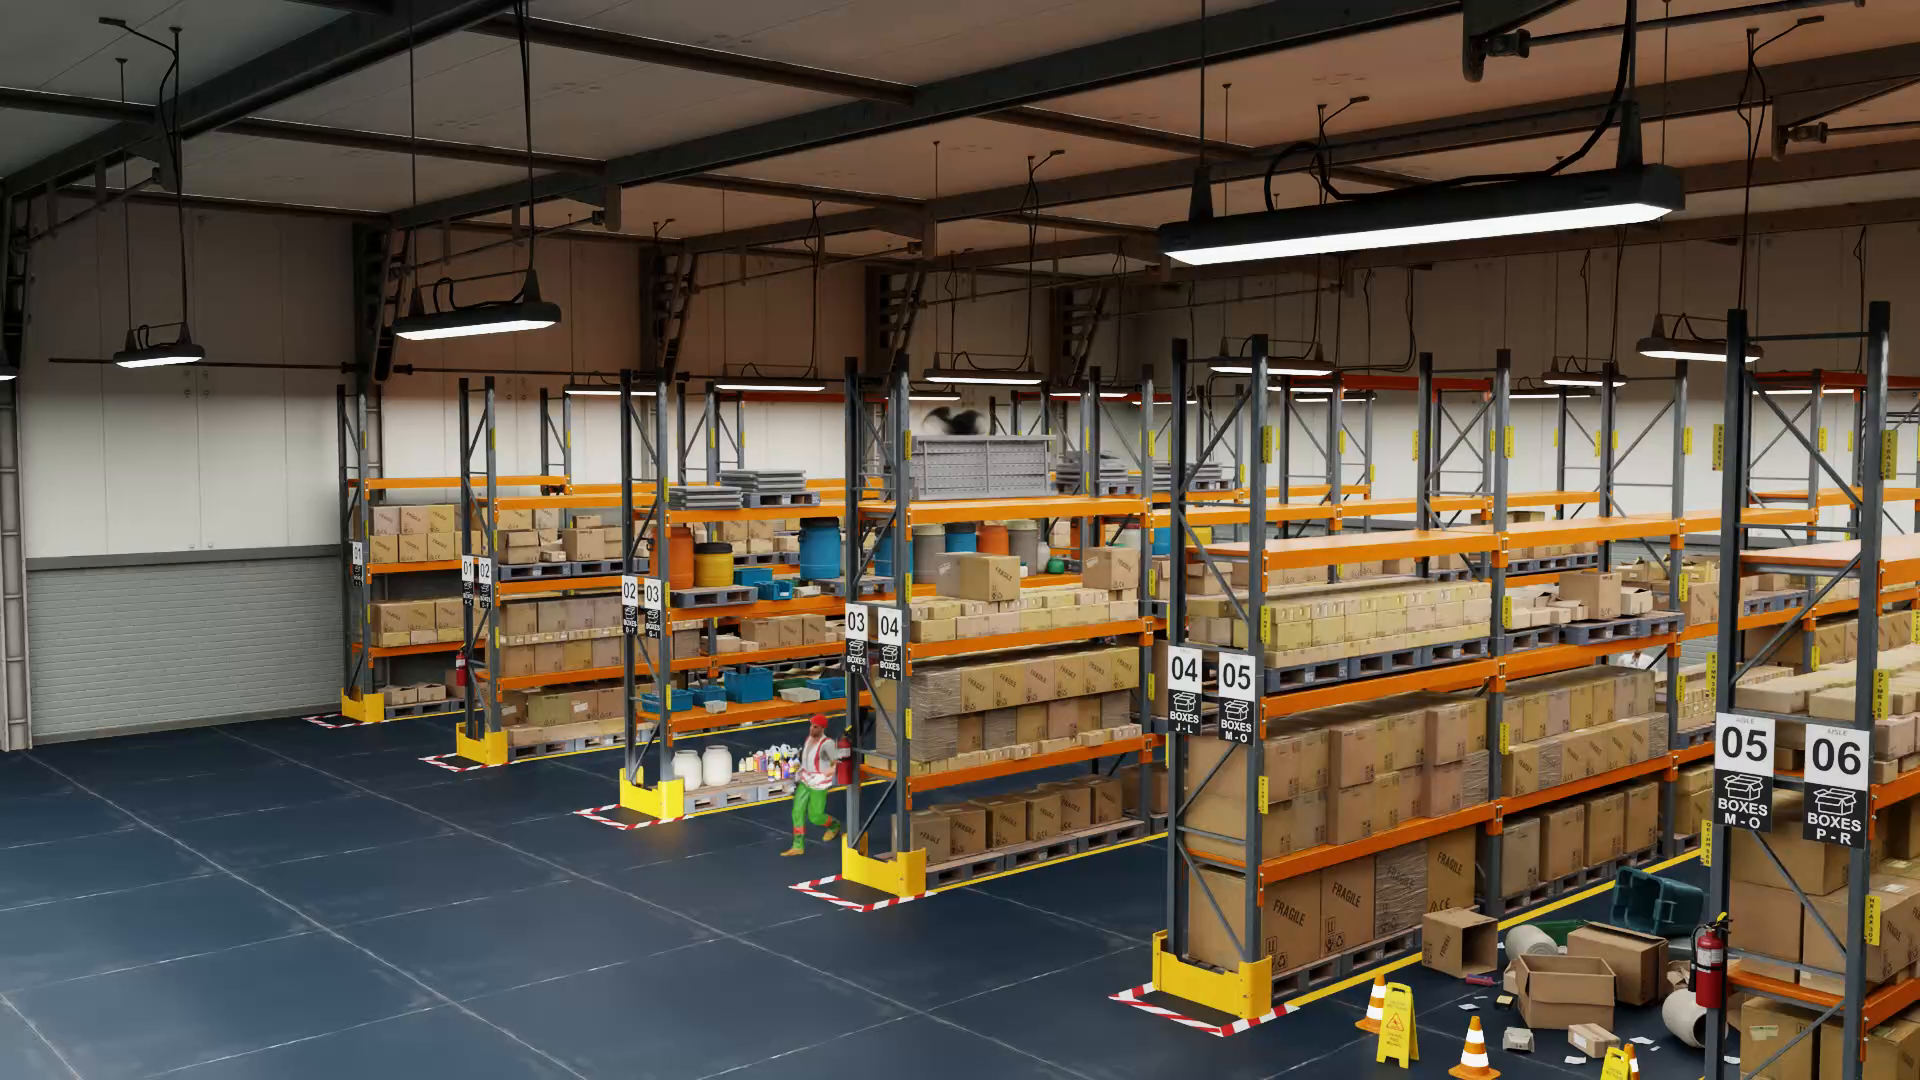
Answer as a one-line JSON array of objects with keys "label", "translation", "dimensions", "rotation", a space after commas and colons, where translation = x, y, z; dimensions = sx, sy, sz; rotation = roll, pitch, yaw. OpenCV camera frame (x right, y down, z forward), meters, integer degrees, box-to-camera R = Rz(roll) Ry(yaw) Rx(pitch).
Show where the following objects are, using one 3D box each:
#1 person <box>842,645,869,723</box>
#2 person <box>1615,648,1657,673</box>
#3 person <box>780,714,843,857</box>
[{"label": "person", "translation": [-1.779, 2.542, 28.299], "dimensions": [0.596, 1.582, 0.692], "rotation": [3, 5, 38]}, {"label": "person", "translation": [11.040, 2.496, 27.230], "dimensions": [0.694, 1.741, 0.677], "rotation": [2, 4, 31]}, {"label": "person", "translation": [-1.690, 2.968, 20.227], "dimensions": [0.708, 1.752, 0.844], "rotation": [4, 5, 45]}]
